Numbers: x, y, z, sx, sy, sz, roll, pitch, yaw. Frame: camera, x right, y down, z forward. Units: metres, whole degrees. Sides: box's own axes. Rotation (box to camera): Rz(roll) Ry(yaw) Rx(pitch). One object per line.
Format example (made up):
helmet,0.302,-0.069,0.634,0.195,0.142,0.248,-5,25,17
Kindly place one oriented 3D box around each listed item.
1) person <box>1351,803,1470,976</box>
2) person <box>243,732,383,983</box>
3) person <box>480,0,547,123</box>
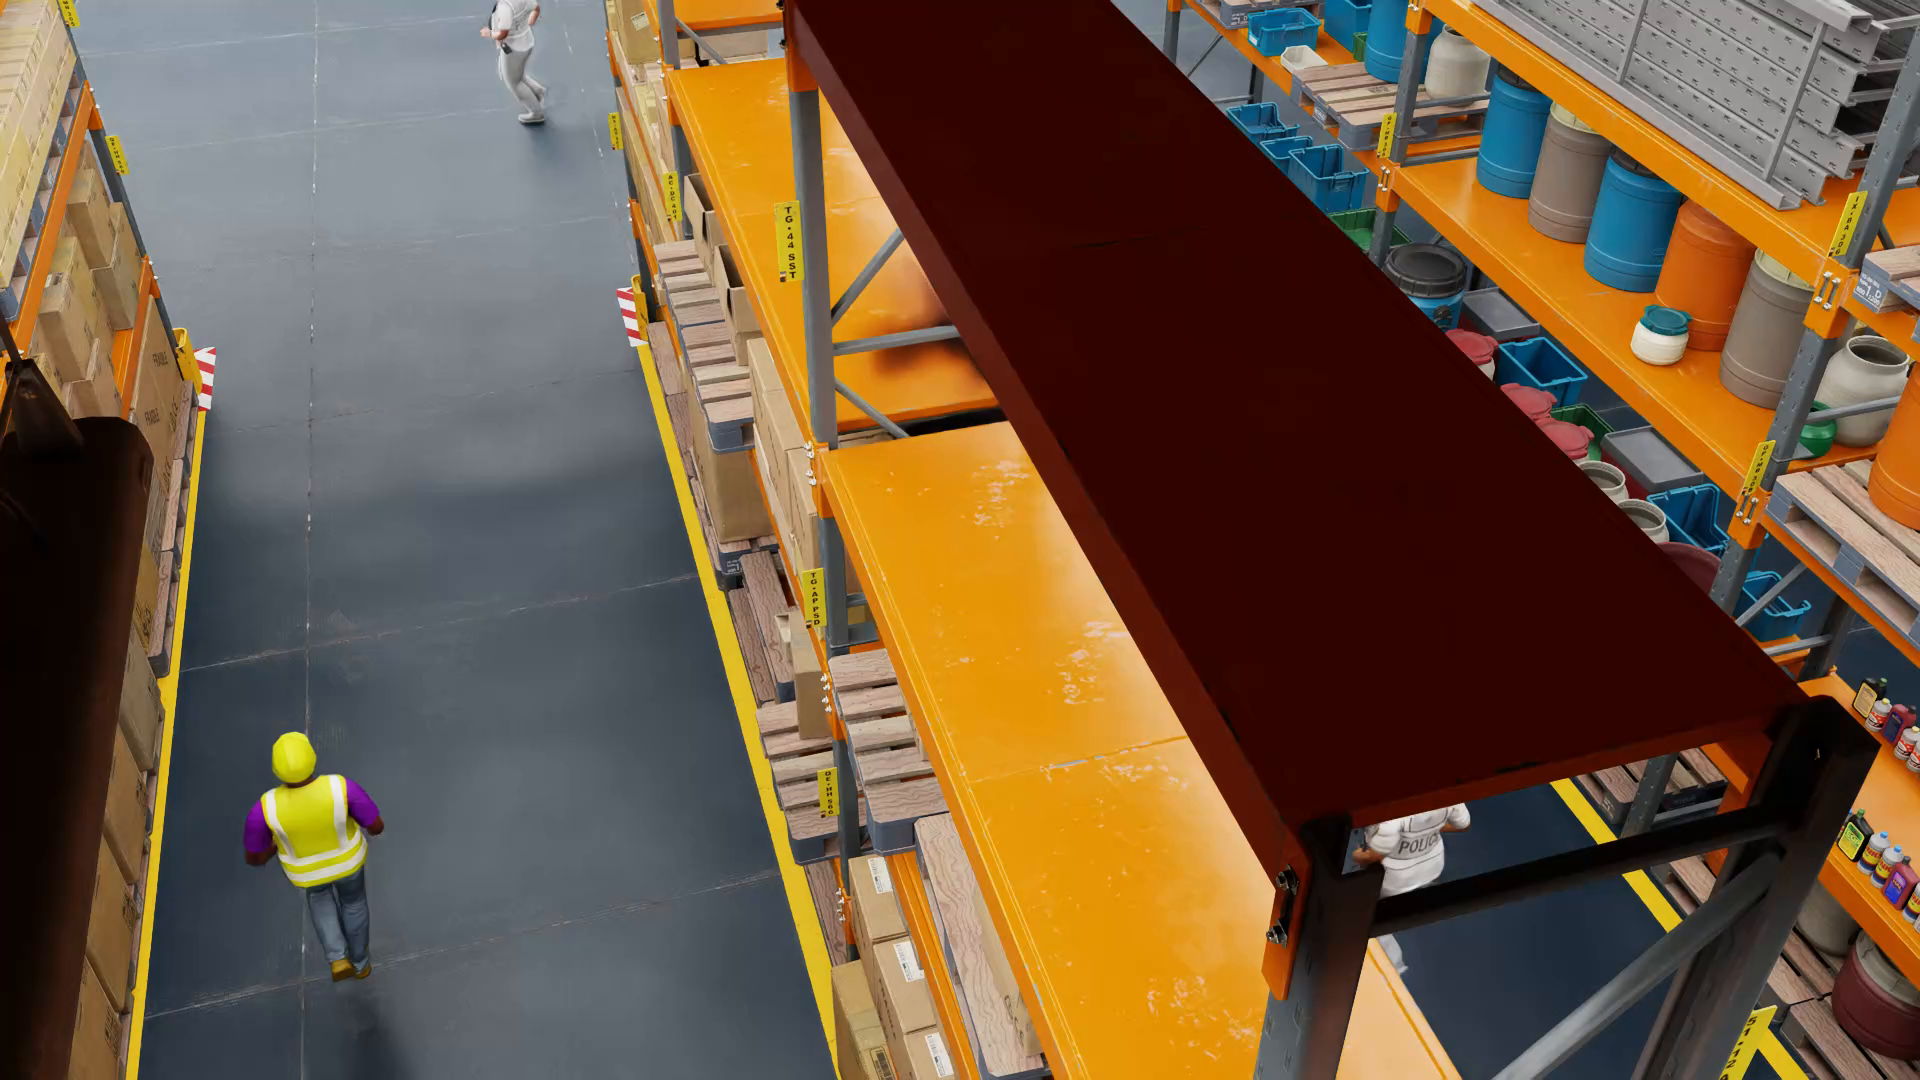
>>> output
person,2.359,1.719,8.886,0.628,1.618,0.589,-16,41,-20
person,-3.376,1.685,8.842,0.679,1.735,0.531,-13,40,-16
person,-4.950,-5.453,18.301,0.597,1.734,0.661,5,39,6
